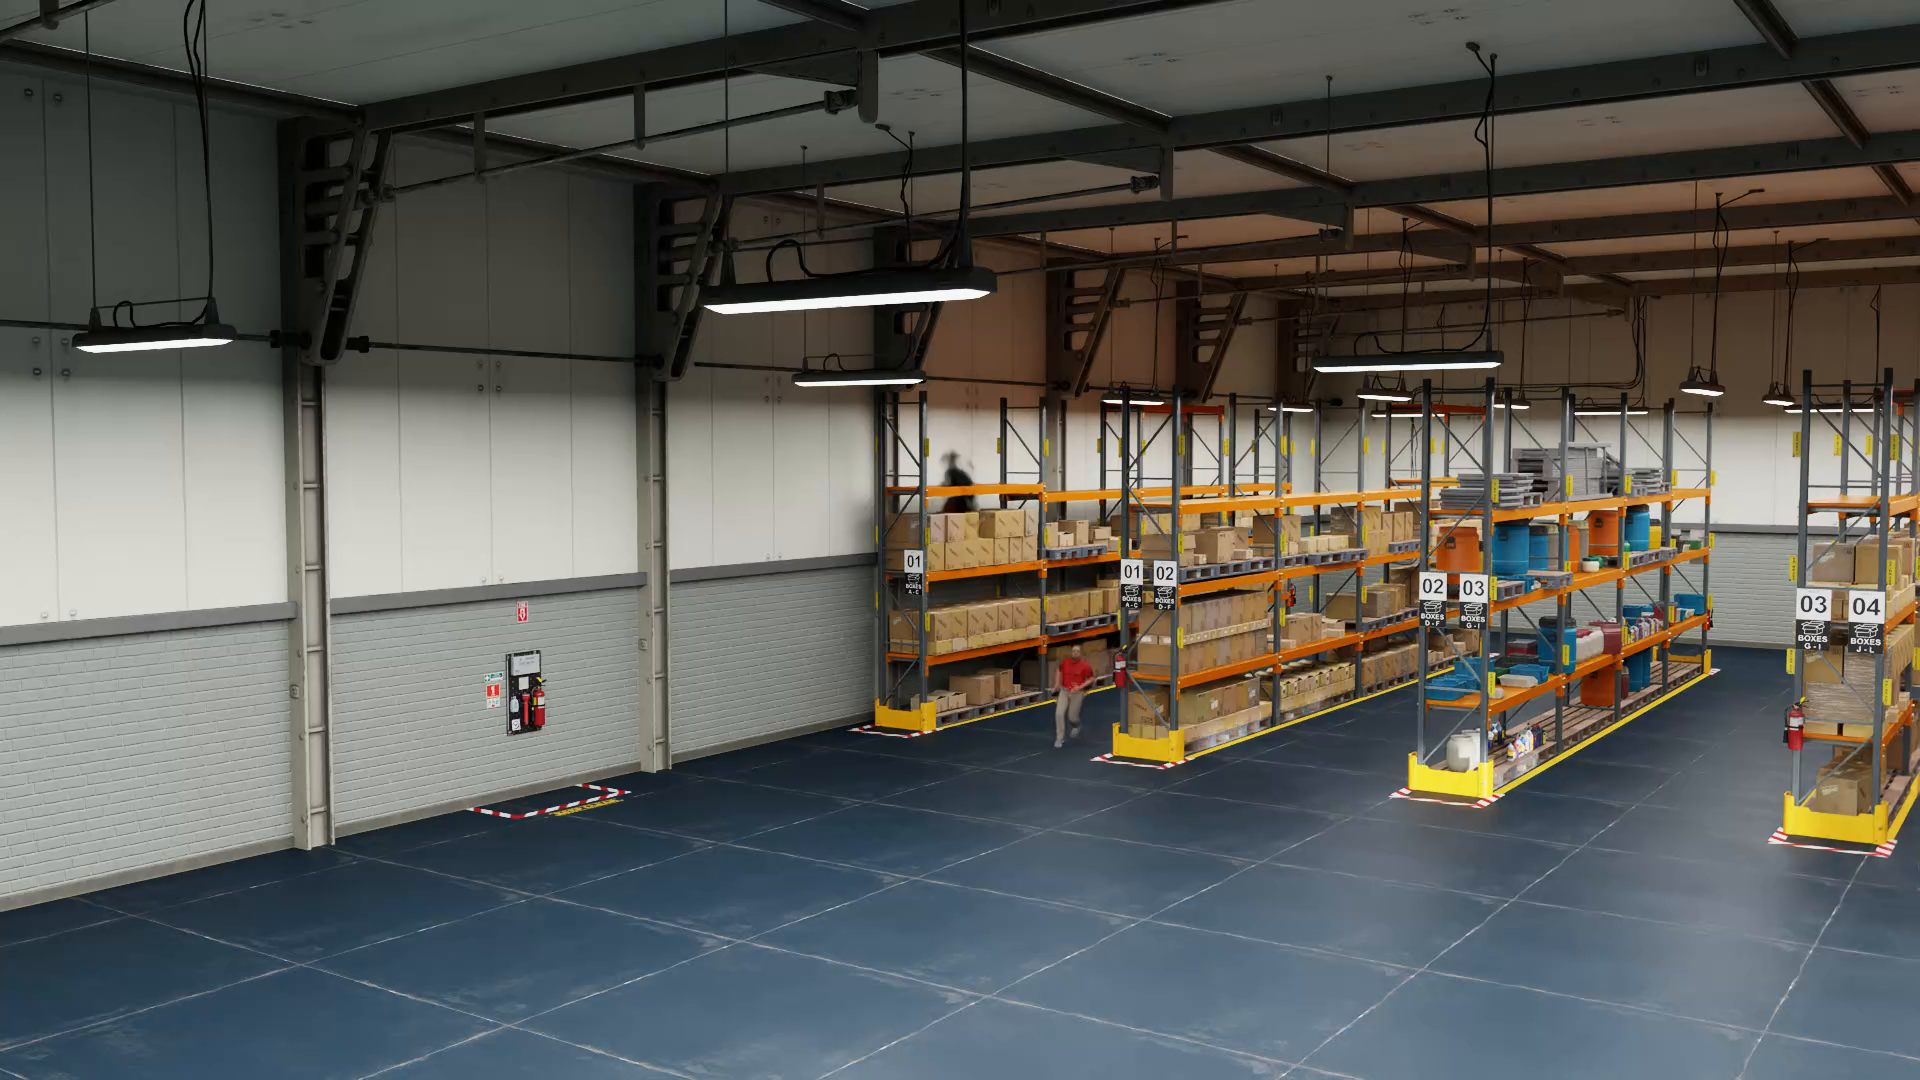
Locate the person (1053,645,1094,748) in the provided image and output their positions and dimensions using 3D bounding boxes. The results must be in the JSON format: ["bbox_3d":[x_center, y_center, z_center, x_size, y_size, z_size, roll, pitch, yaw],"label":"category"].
[{"bbox_3d":[1.915,2.626,28.022,0.704,1.725,0.779,1,3,24],"label":"person"}]
